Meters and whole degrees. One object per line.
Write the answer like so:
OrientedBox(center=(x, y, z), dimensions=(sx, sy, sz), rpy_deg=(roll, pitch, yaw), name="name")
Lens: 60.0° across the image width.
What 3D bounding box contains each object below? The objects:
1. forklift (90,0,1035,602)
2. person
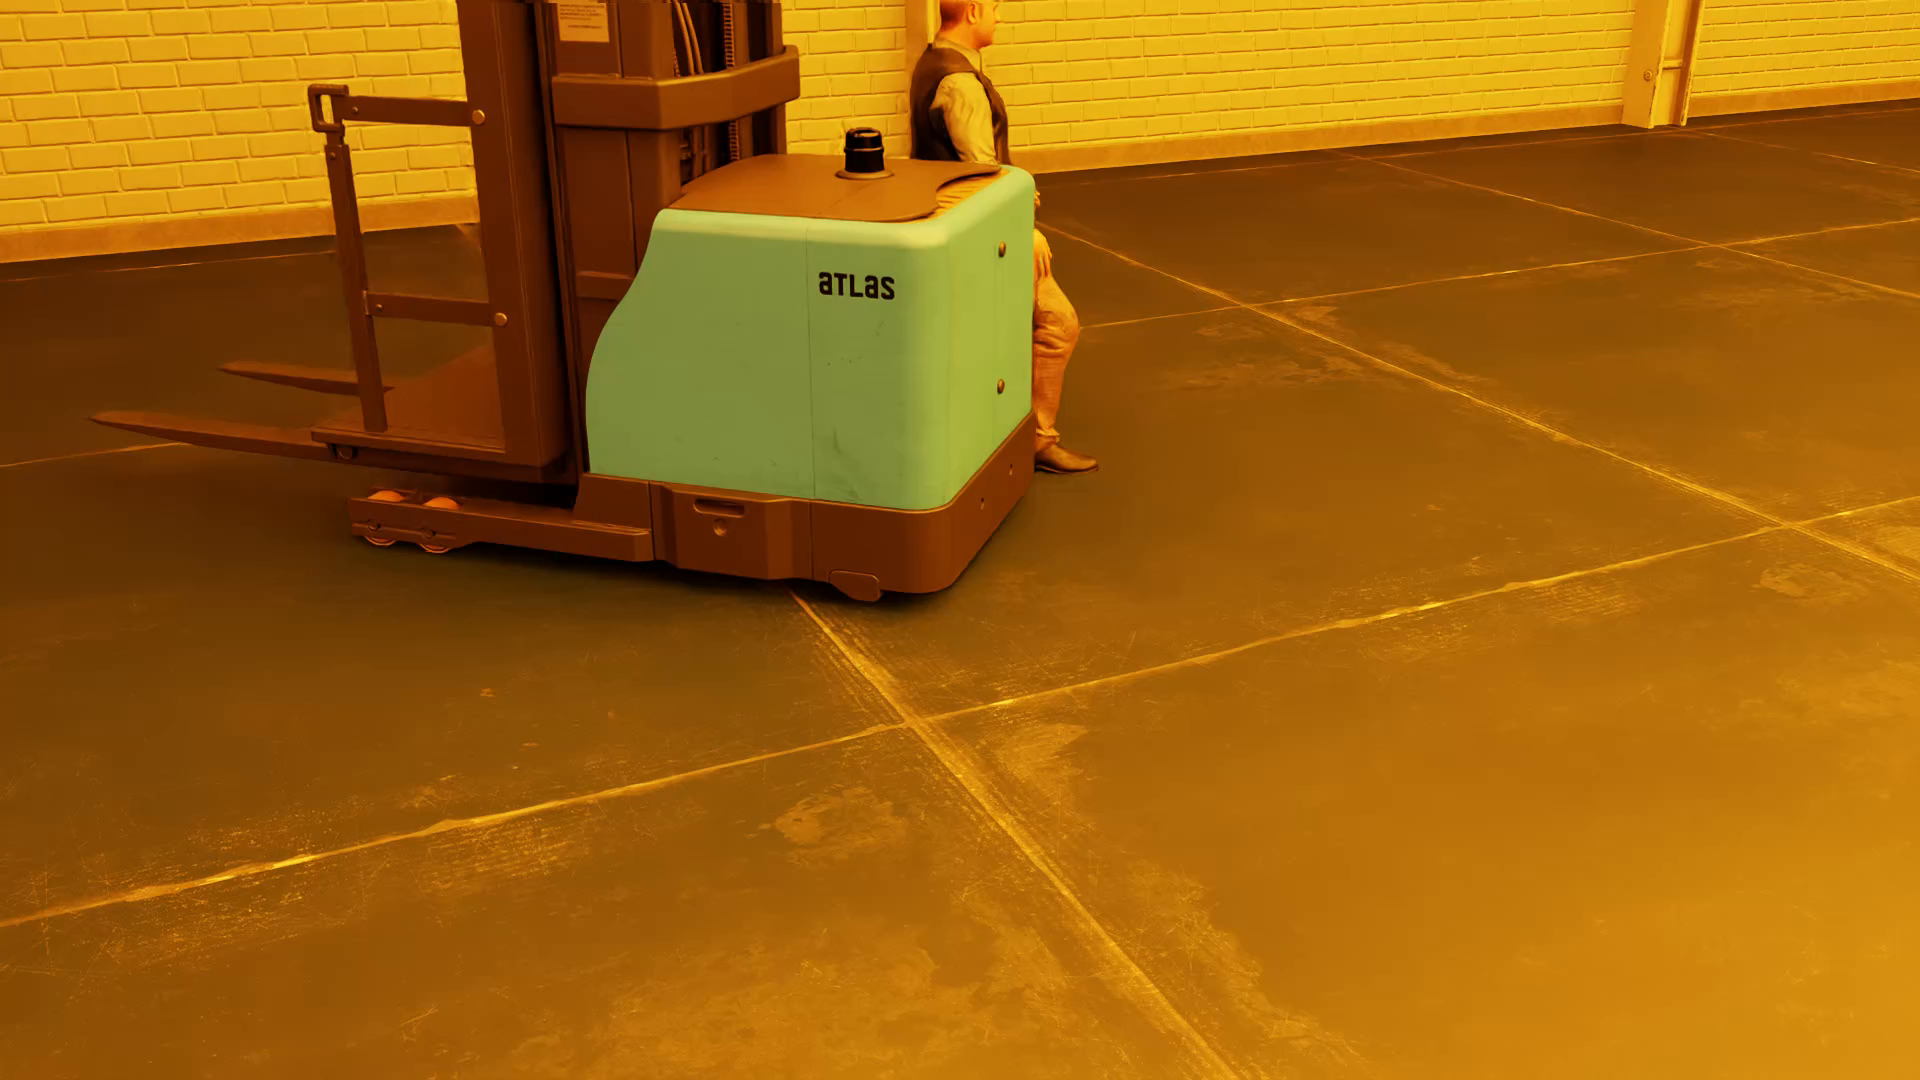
OrientedBox(center=(-1.335, -1.497, 4.889), dimensions=(3.031, 2.935, 1.130), rpy_deg=(7, 24, 16), name="forklift")
OrientedBox(center=(0.132, -1.105, 5.704), dimensions=(0.630, 1.610, 0.851), rpy_deg=(-2, 23, -5), name="person")
